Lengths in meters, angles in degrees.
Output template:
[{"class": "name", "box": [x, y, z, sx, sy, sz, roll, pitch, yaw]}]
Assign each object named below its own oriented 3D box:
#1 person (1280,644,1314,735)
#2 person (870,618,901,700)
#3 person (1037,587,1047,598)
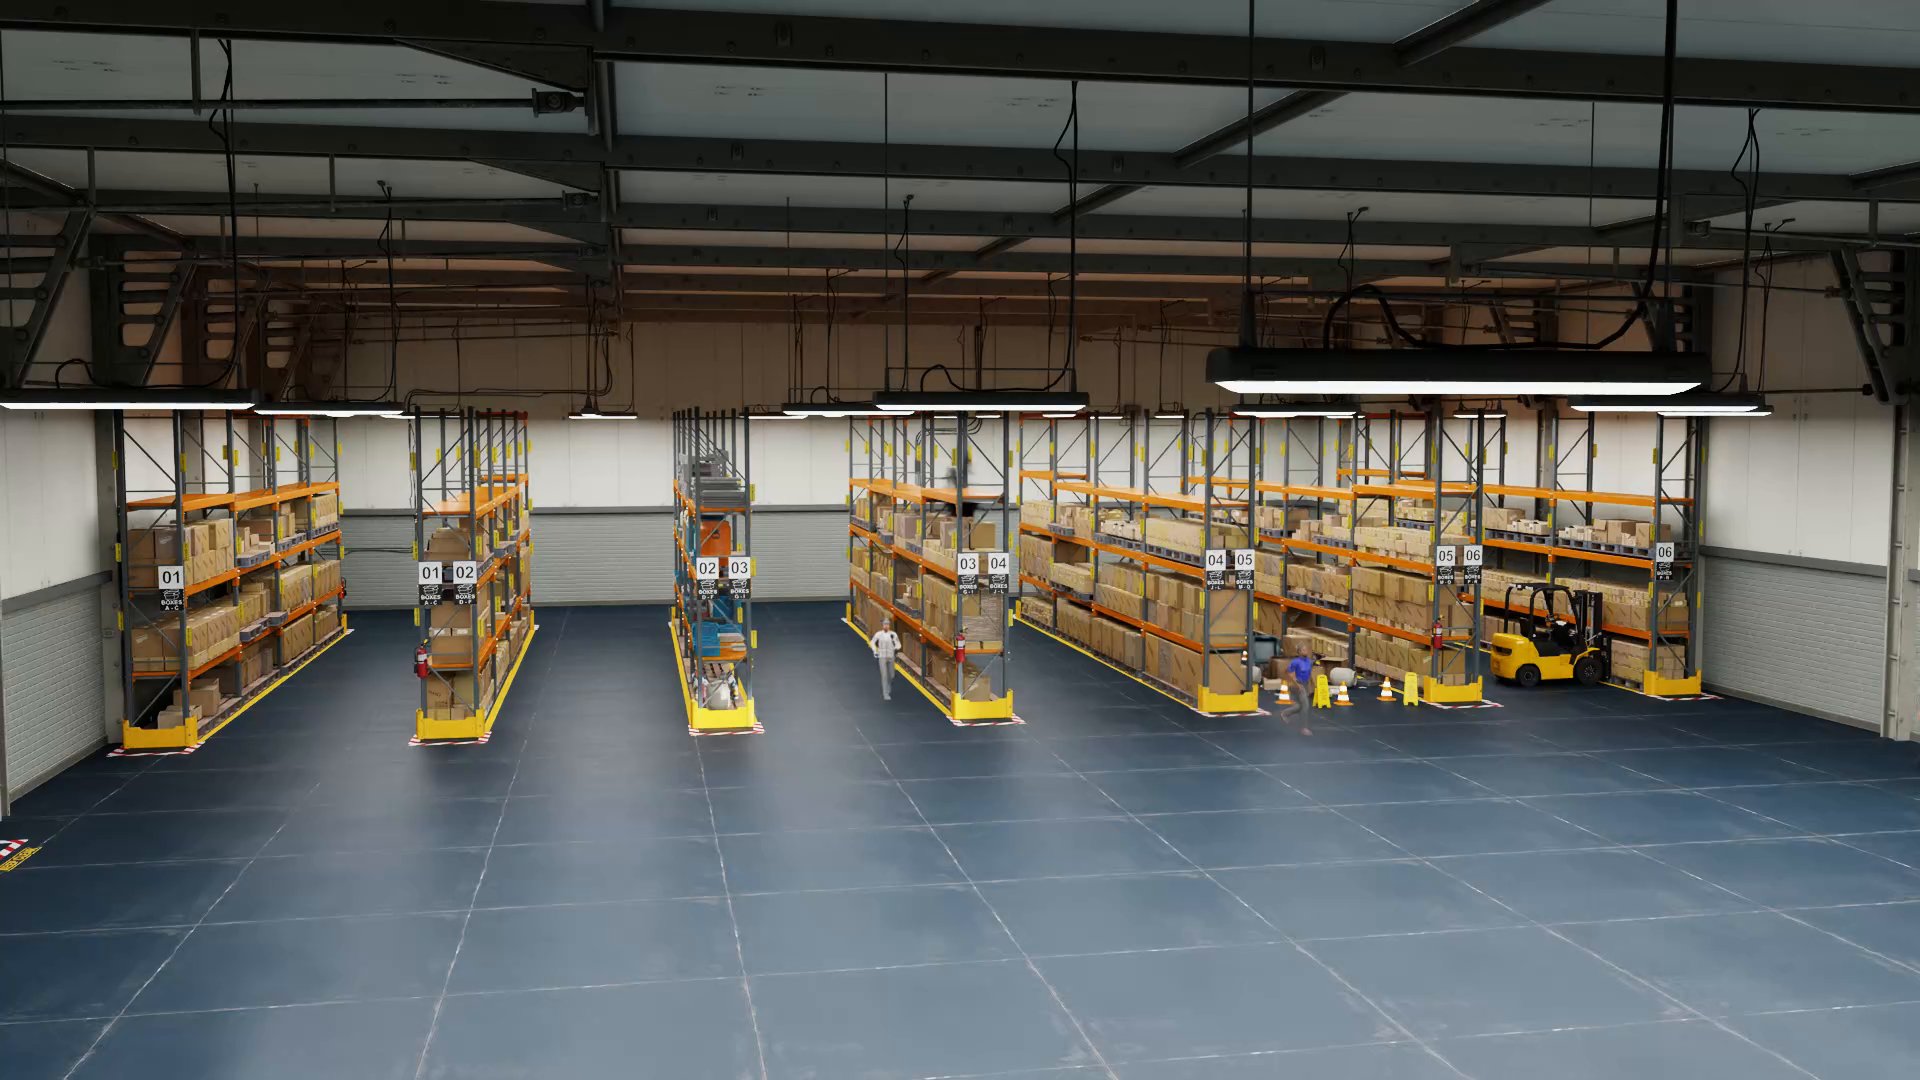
[{"class": "person", "box": [6.228, 2.739, 30.646, 0.578, 1.651, 0.718, -4, 6, -43]}, {"class": "person", "box": [-1.531, 2.430, 34.422, 0.624, 1.669, 0.875, -1, 4, -12]}, {"class": "person", "box": [2.512, 1.350, 49.994, 0.821, 1.652, 0.594, 2, 5, 29]}]
